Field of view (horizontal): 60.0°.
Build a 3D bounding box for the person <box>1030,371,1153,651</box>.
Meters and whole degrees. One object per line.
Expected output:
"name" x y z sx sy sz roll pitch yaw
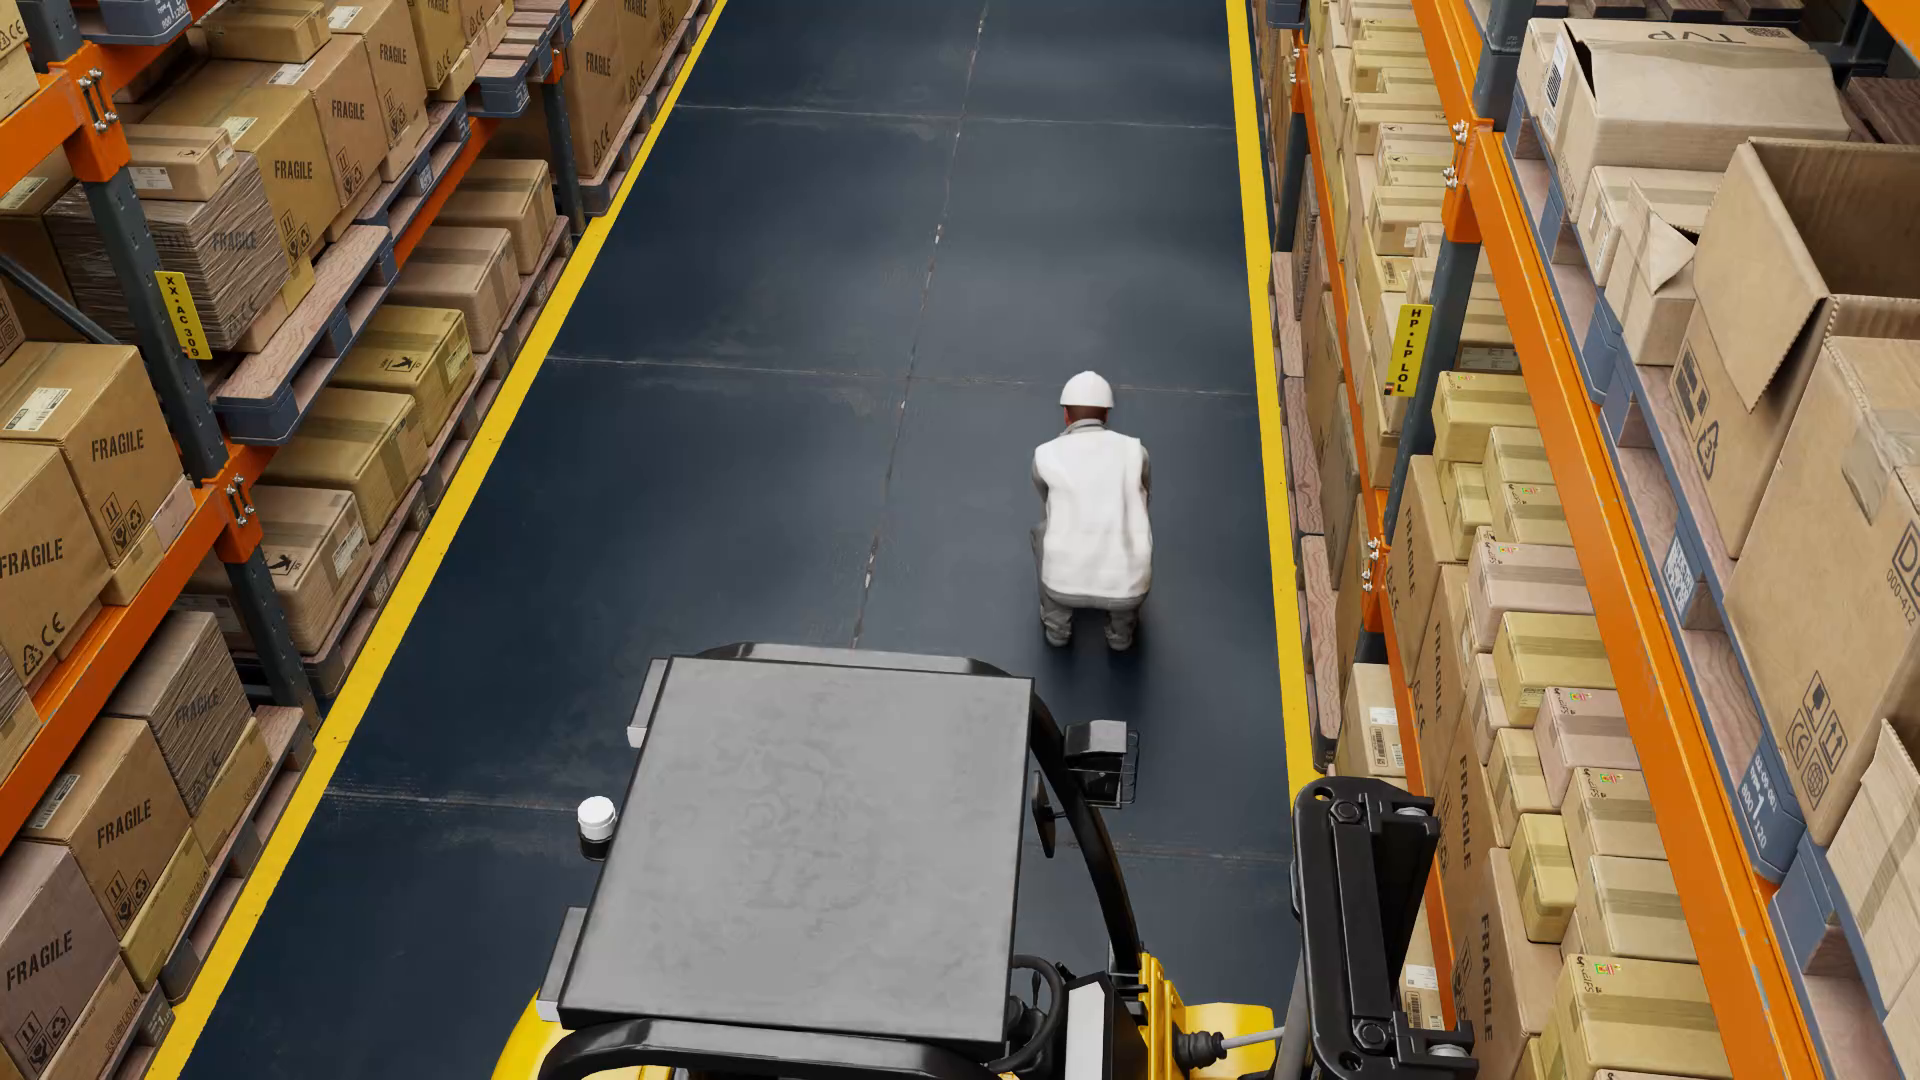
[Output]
"person" 0.550 -0.104 6.869 0.527 1.009 0.877 3 40 3
